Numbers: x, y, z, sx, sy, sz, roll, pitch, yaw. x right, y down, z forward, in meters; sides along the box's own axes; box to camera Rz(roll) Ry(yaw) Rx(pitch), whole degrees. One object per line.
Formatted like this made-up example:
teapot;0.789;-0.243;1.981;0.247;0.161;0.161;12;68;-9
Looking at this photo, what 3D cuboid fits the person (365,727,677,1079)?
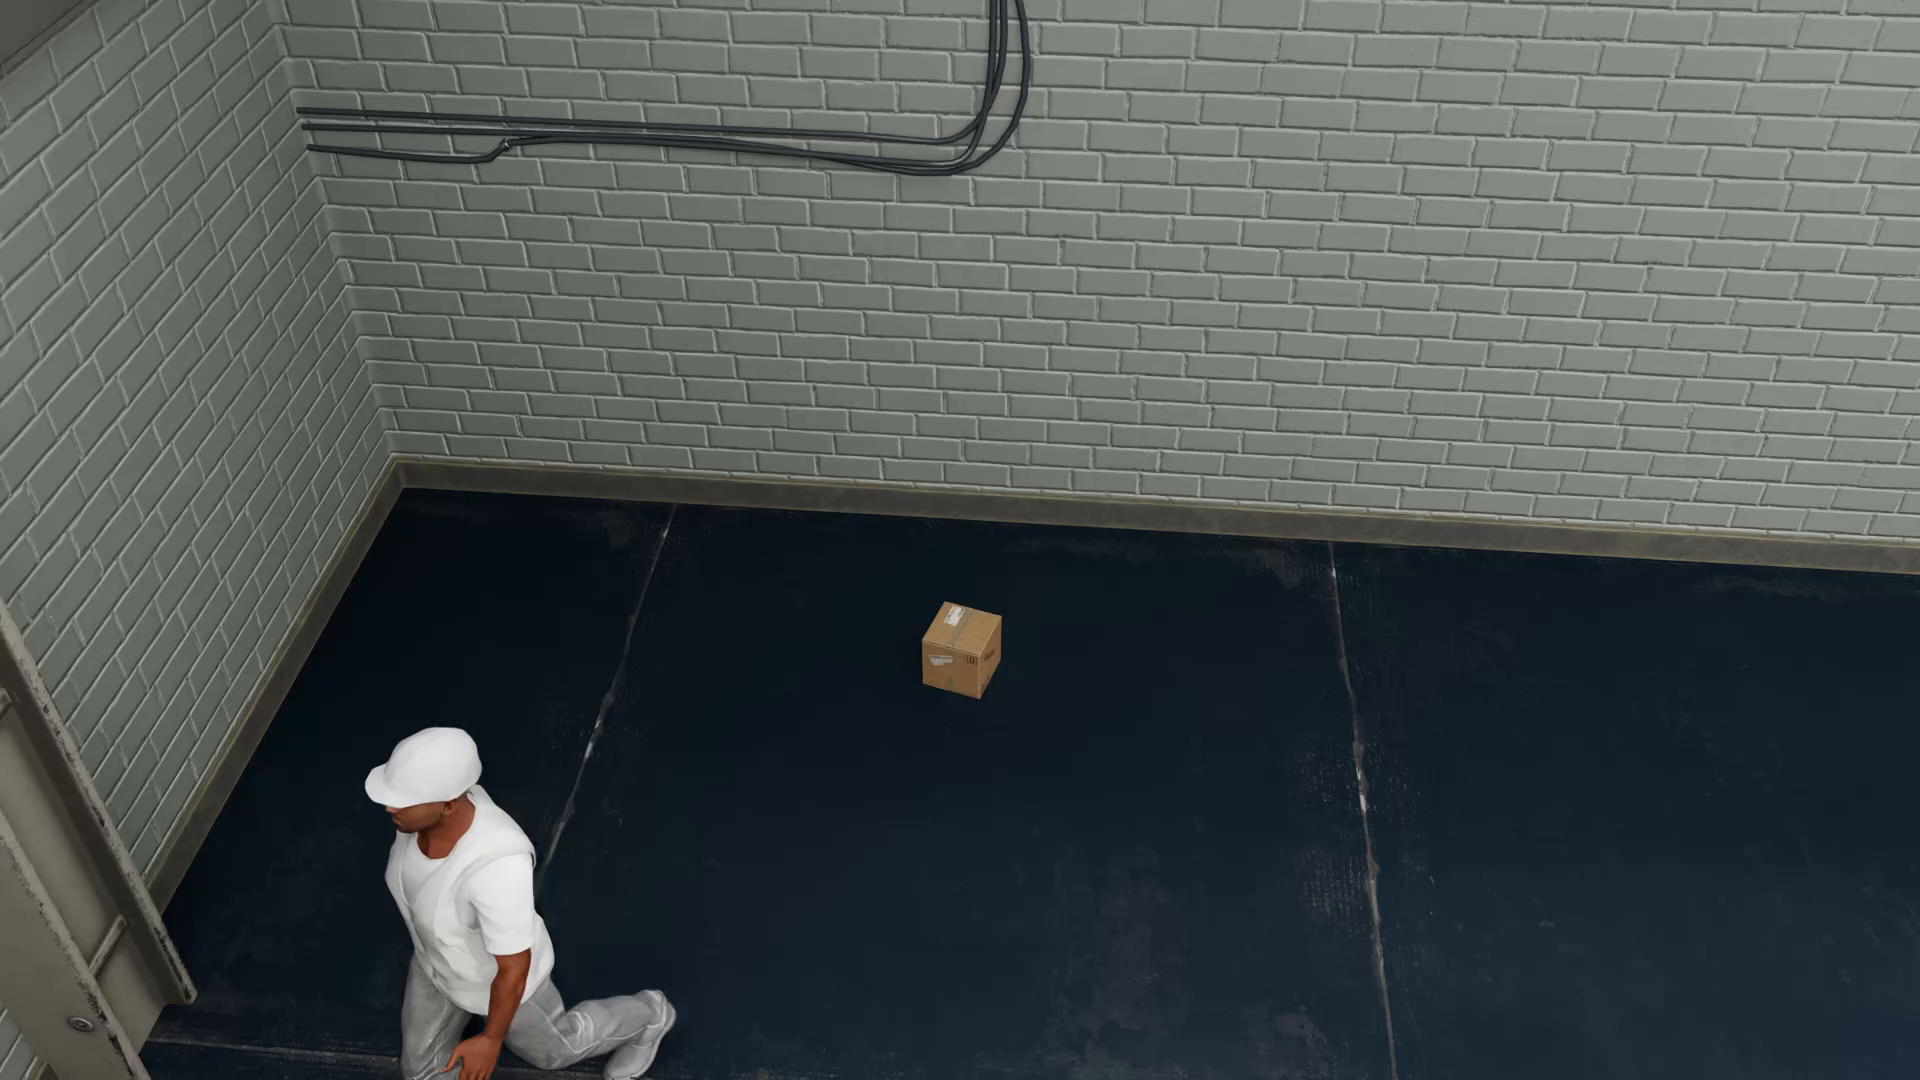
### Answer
person;-1.337;1.180;4.717;0.577;1.727;1.006;30;48;31
